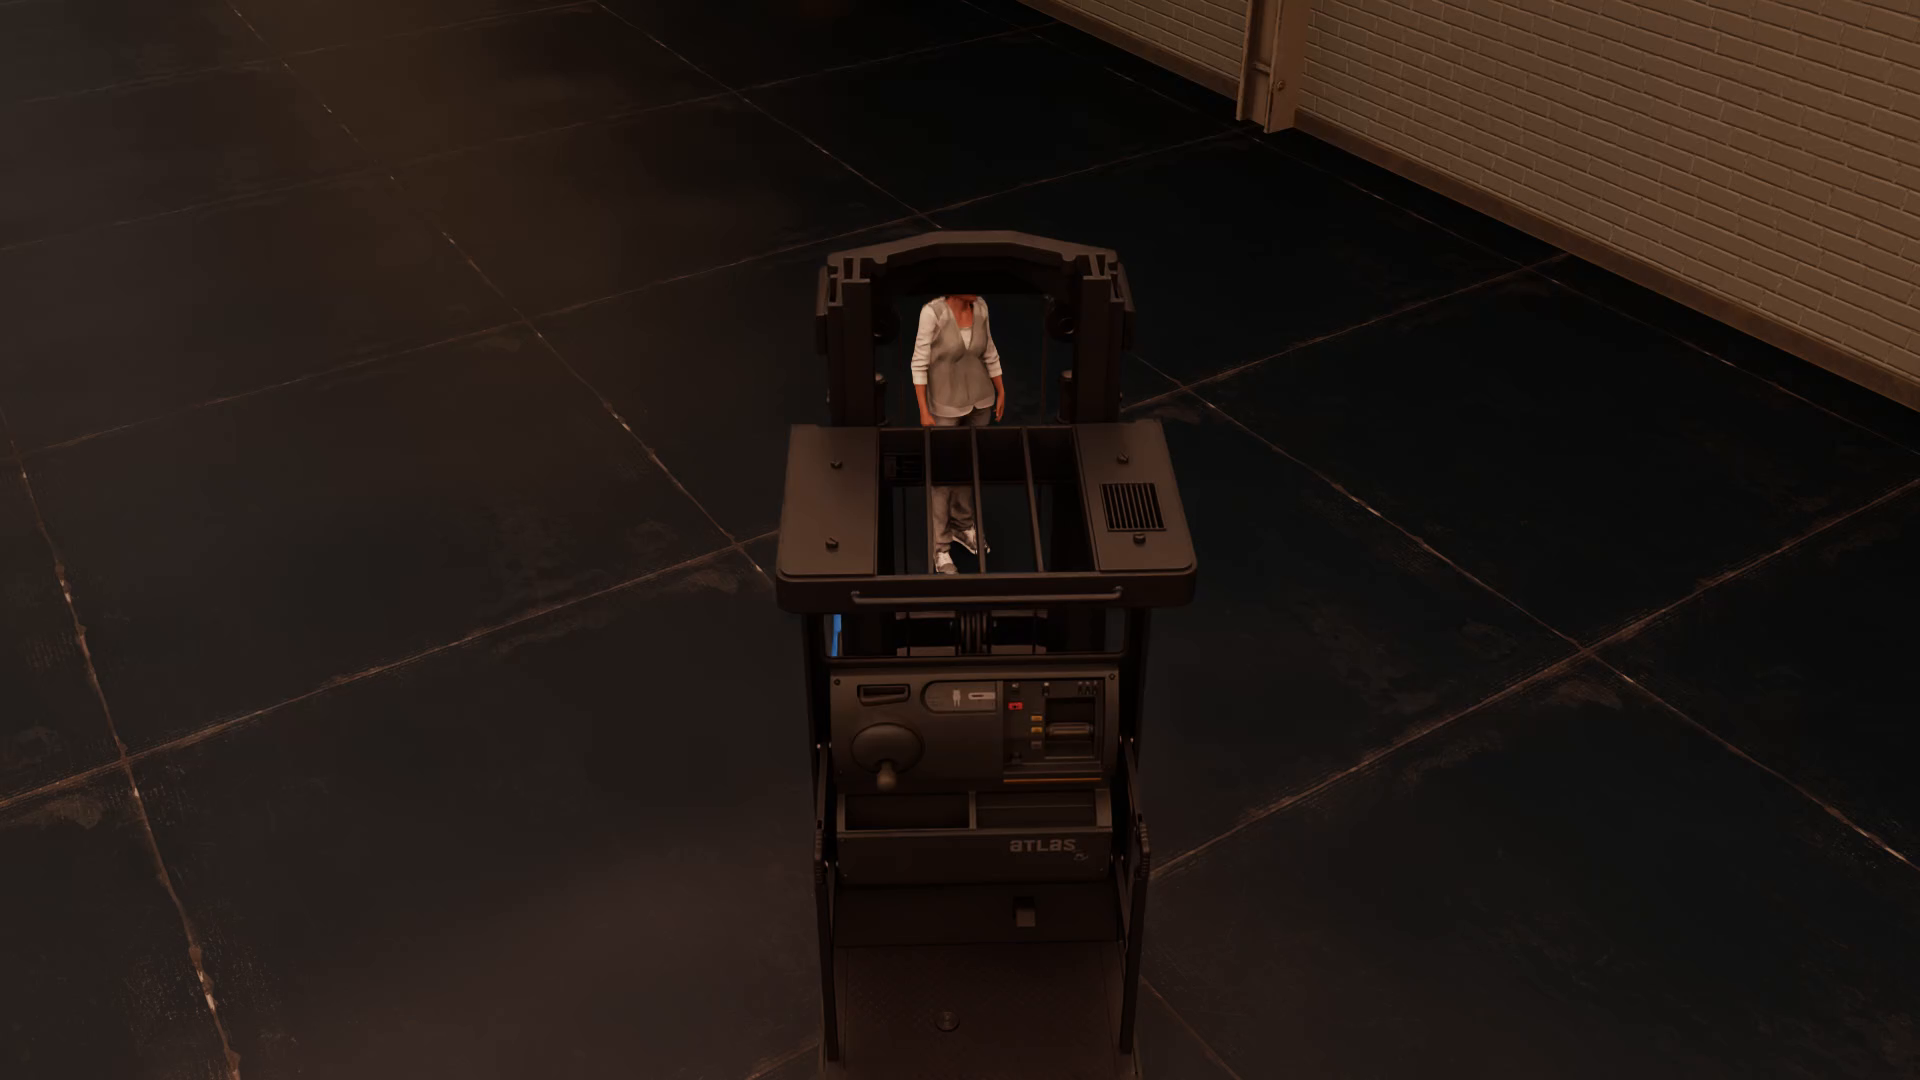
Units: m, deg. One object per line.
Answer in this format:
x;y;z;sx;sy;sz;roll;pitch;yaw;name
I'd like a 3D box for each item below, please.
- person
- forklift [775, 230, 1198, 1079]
0.028;-0.620;8.177;0.521;1.596;0.475;-21;40;-27;person
0.057;0.669;5.196;1.130;2.935;3.031;-1;35;-1;forklift
